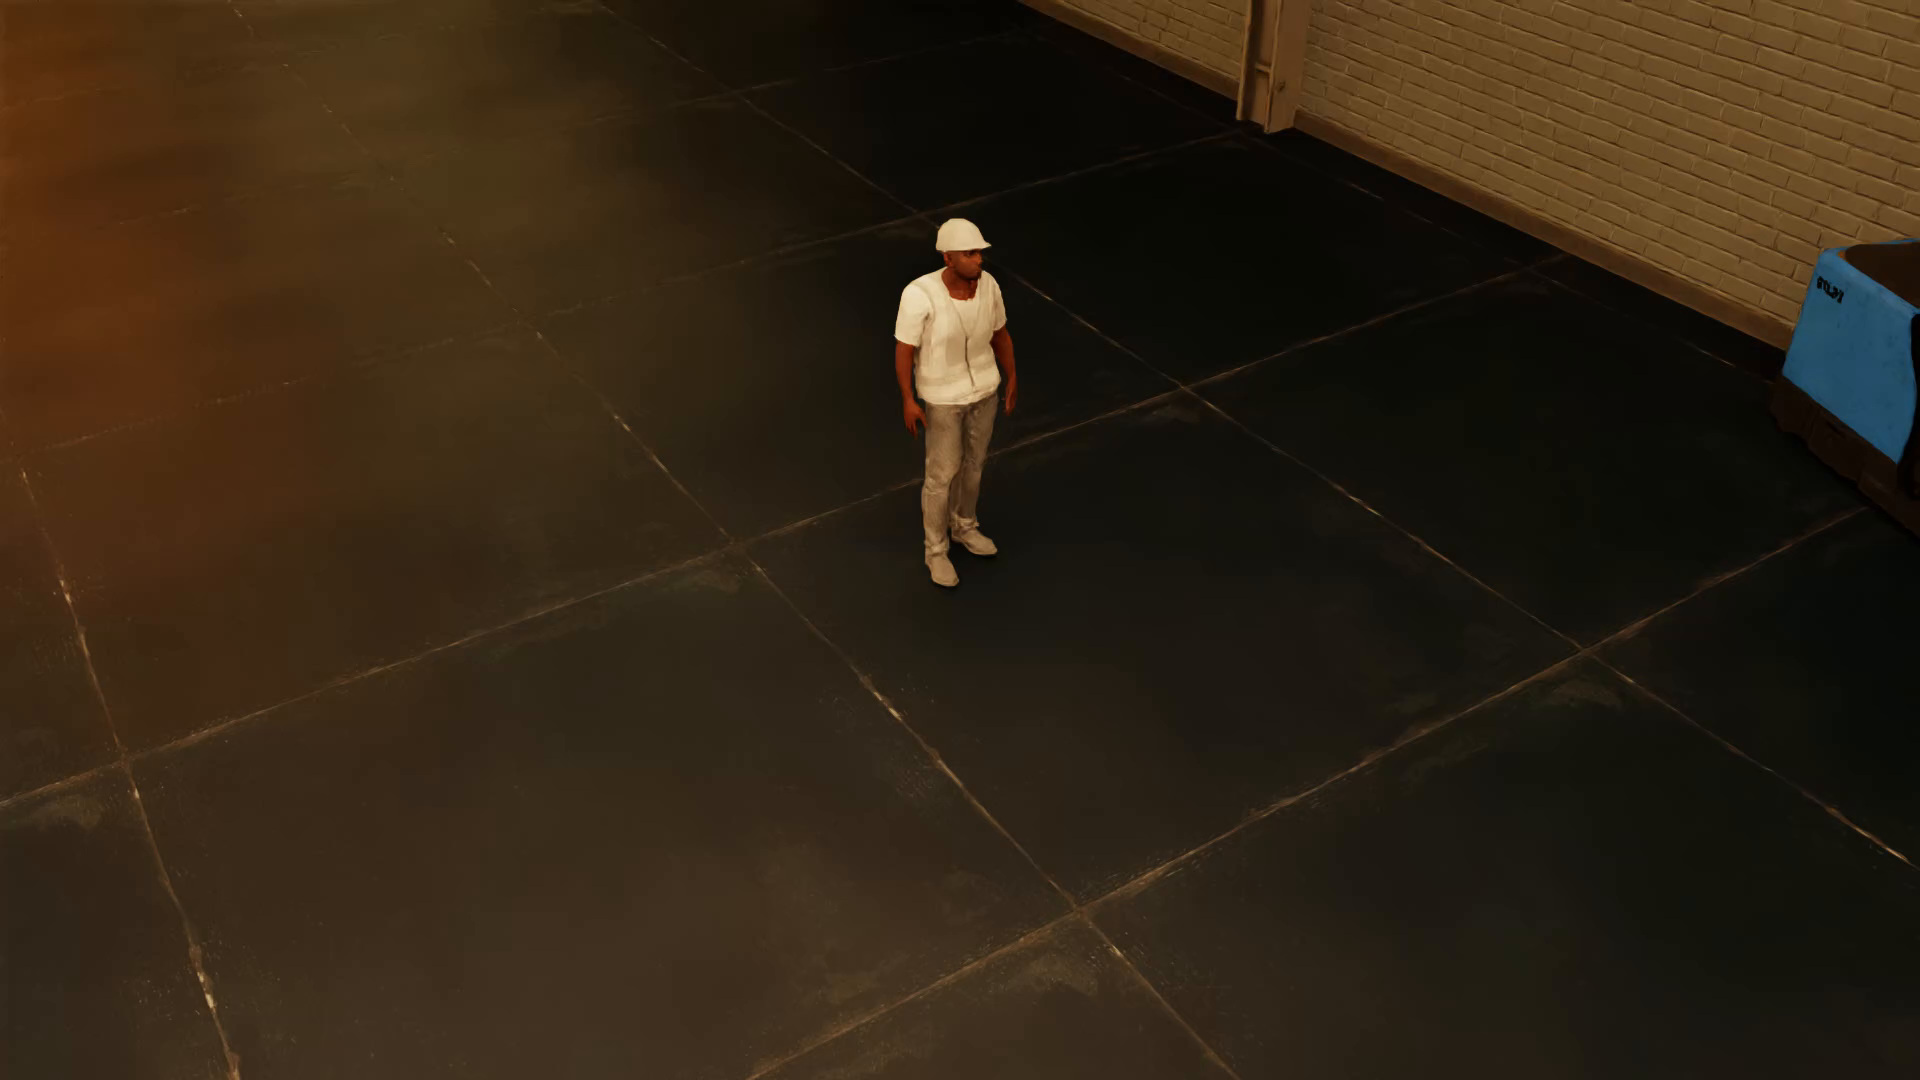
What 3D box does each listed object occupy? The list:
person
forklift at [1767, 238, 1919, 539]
[{"bbox_3d":[0.034,-0.693,8.135,0.665,1.766,0.576,-21,40,-27],"label":"person"},{"bbox_3d":[5.516,-1.155,7.792,1.130,2.935,3.031,-8,36,-11],"label":"forklift"}]
